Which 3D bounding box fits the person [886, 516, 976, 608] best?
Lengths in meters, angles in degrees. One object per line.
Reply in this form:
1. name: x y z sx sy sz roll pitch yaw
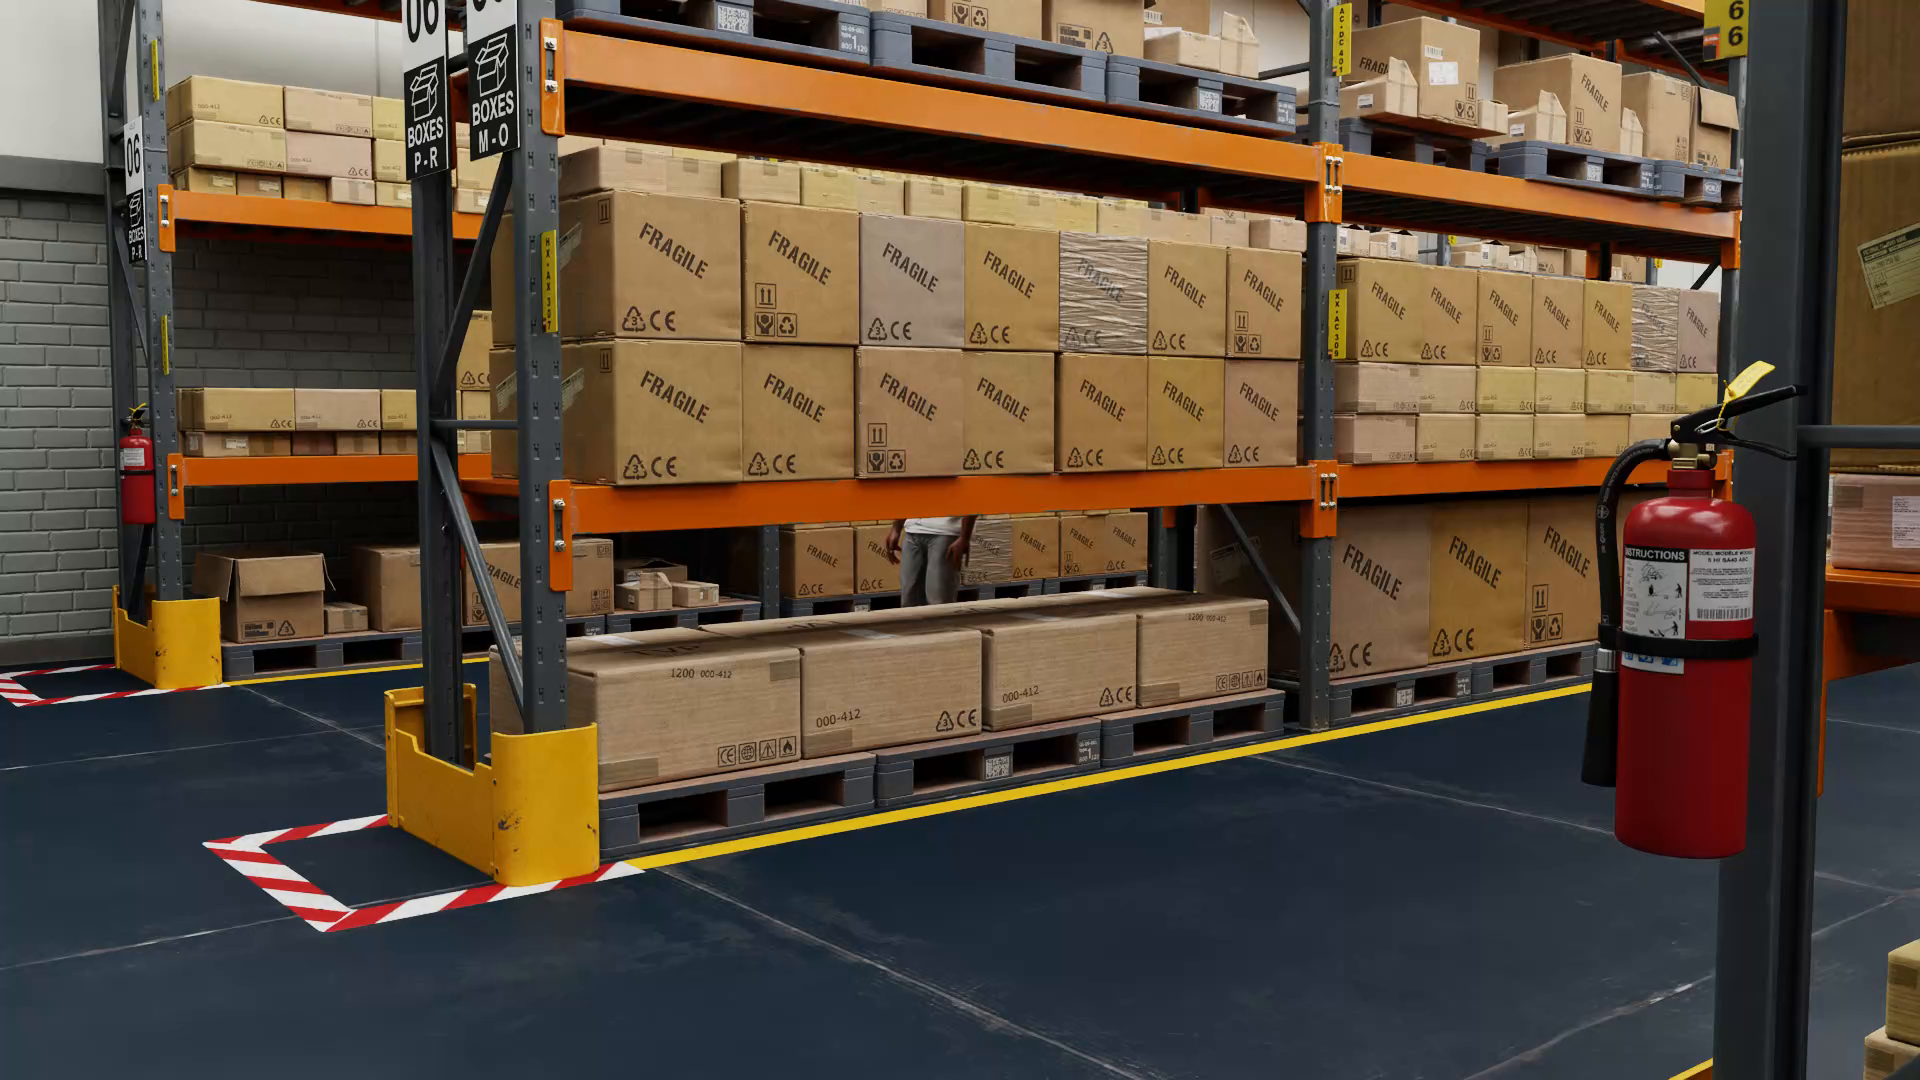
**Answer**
1. person: -0.160 -0.017 9.099 0.456 1.761 0.637 -4 6 -41
